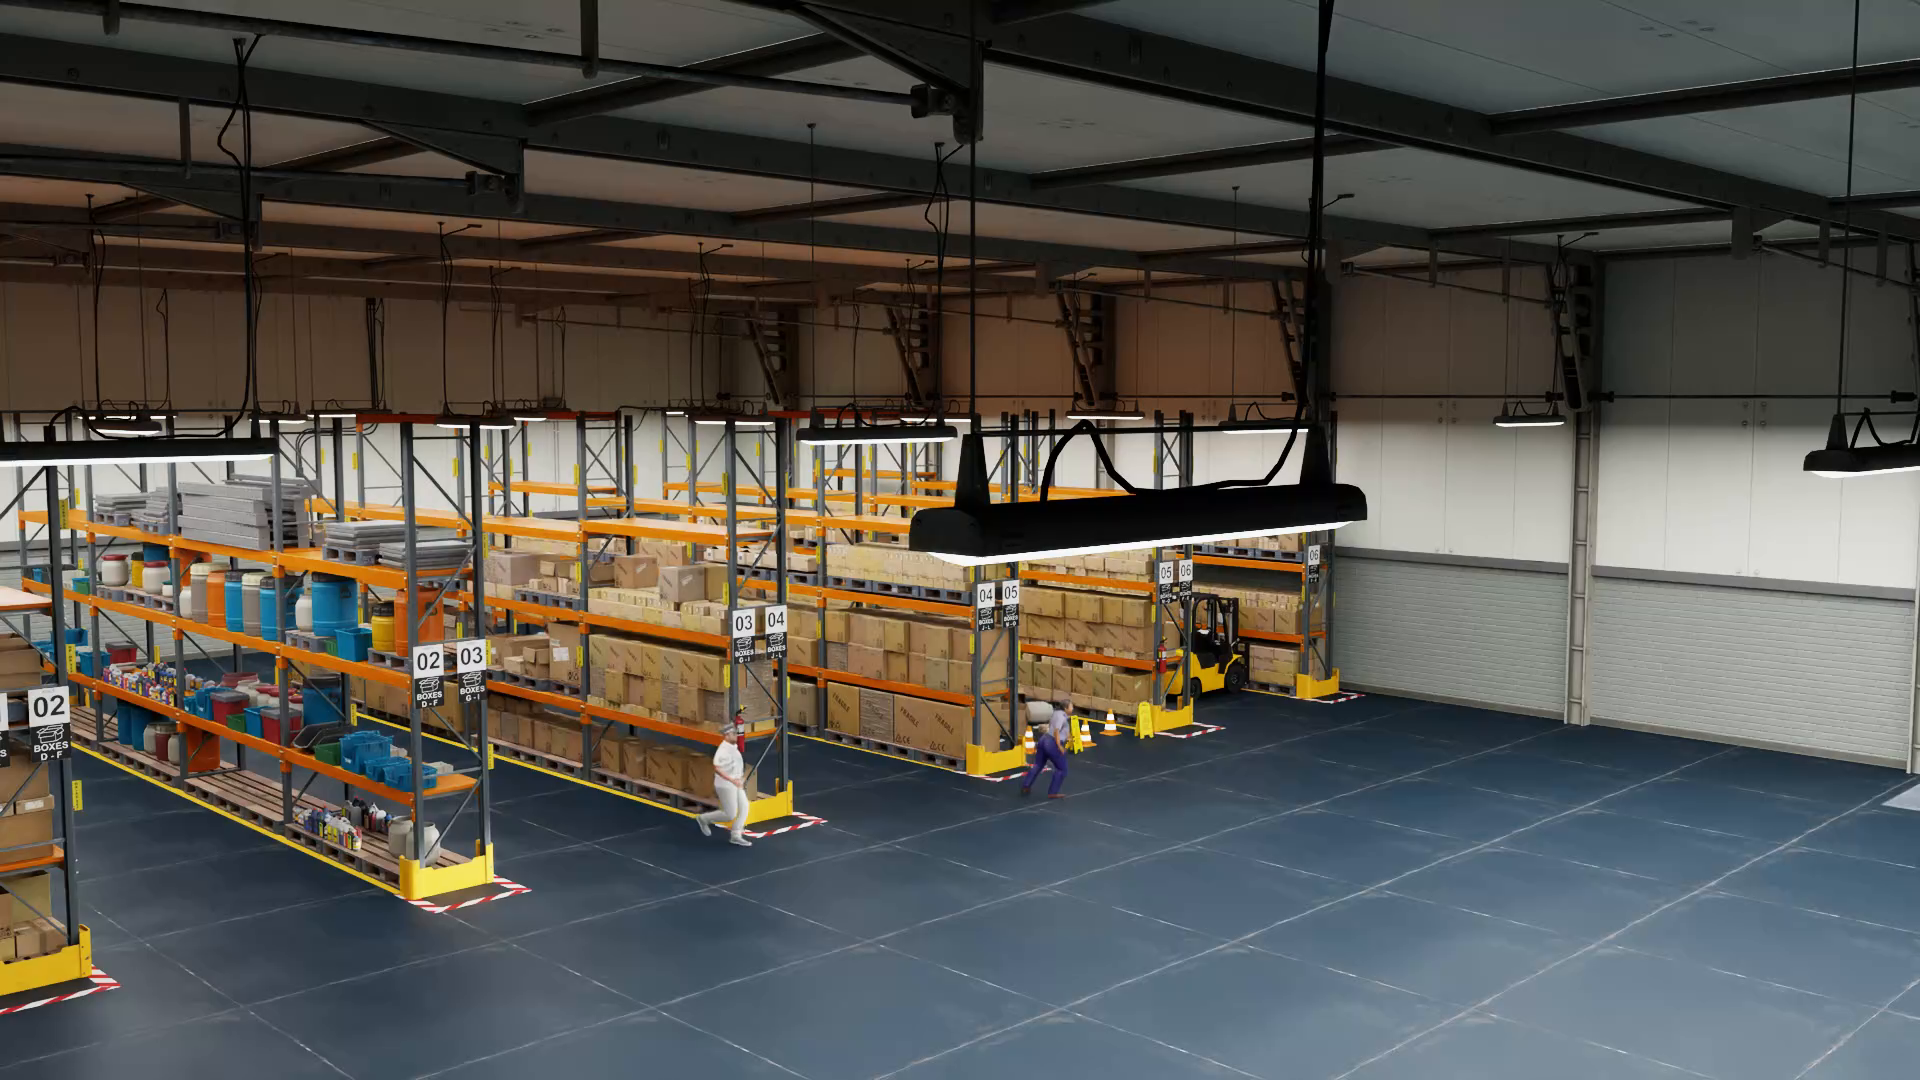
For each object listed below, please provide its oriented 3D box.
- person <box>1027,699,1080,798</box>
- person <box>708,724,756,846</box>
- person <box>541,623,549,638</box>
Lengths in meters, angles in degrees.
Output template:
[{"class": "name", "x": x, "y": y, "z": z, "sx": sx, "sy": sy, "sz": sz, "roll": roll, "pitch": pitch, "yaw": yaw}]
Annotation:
[{"class": "person", "x": 1.483, "y": 3.286, "z": 26.237, "sx": 0.793, "sy": 1.559, "sz": 0.635, "roll": -2, "pitch": 5, "yaw": -18}, {"class": "person", "x": -3.213, "y": 3.443, "z": 23.435, "sx": 0.617, "sy": 1.742, "sz": 0.675, "roll": 1, "pitch": 5, "yaw": 10}, {"class": "person", "x": -8.704, "y": 2.512, "z": 35.125, "sx": 0.560, "sy": 1.582, "sz": 0.683, "roll": -4, "pitch": 7, "yaw": -41}]
